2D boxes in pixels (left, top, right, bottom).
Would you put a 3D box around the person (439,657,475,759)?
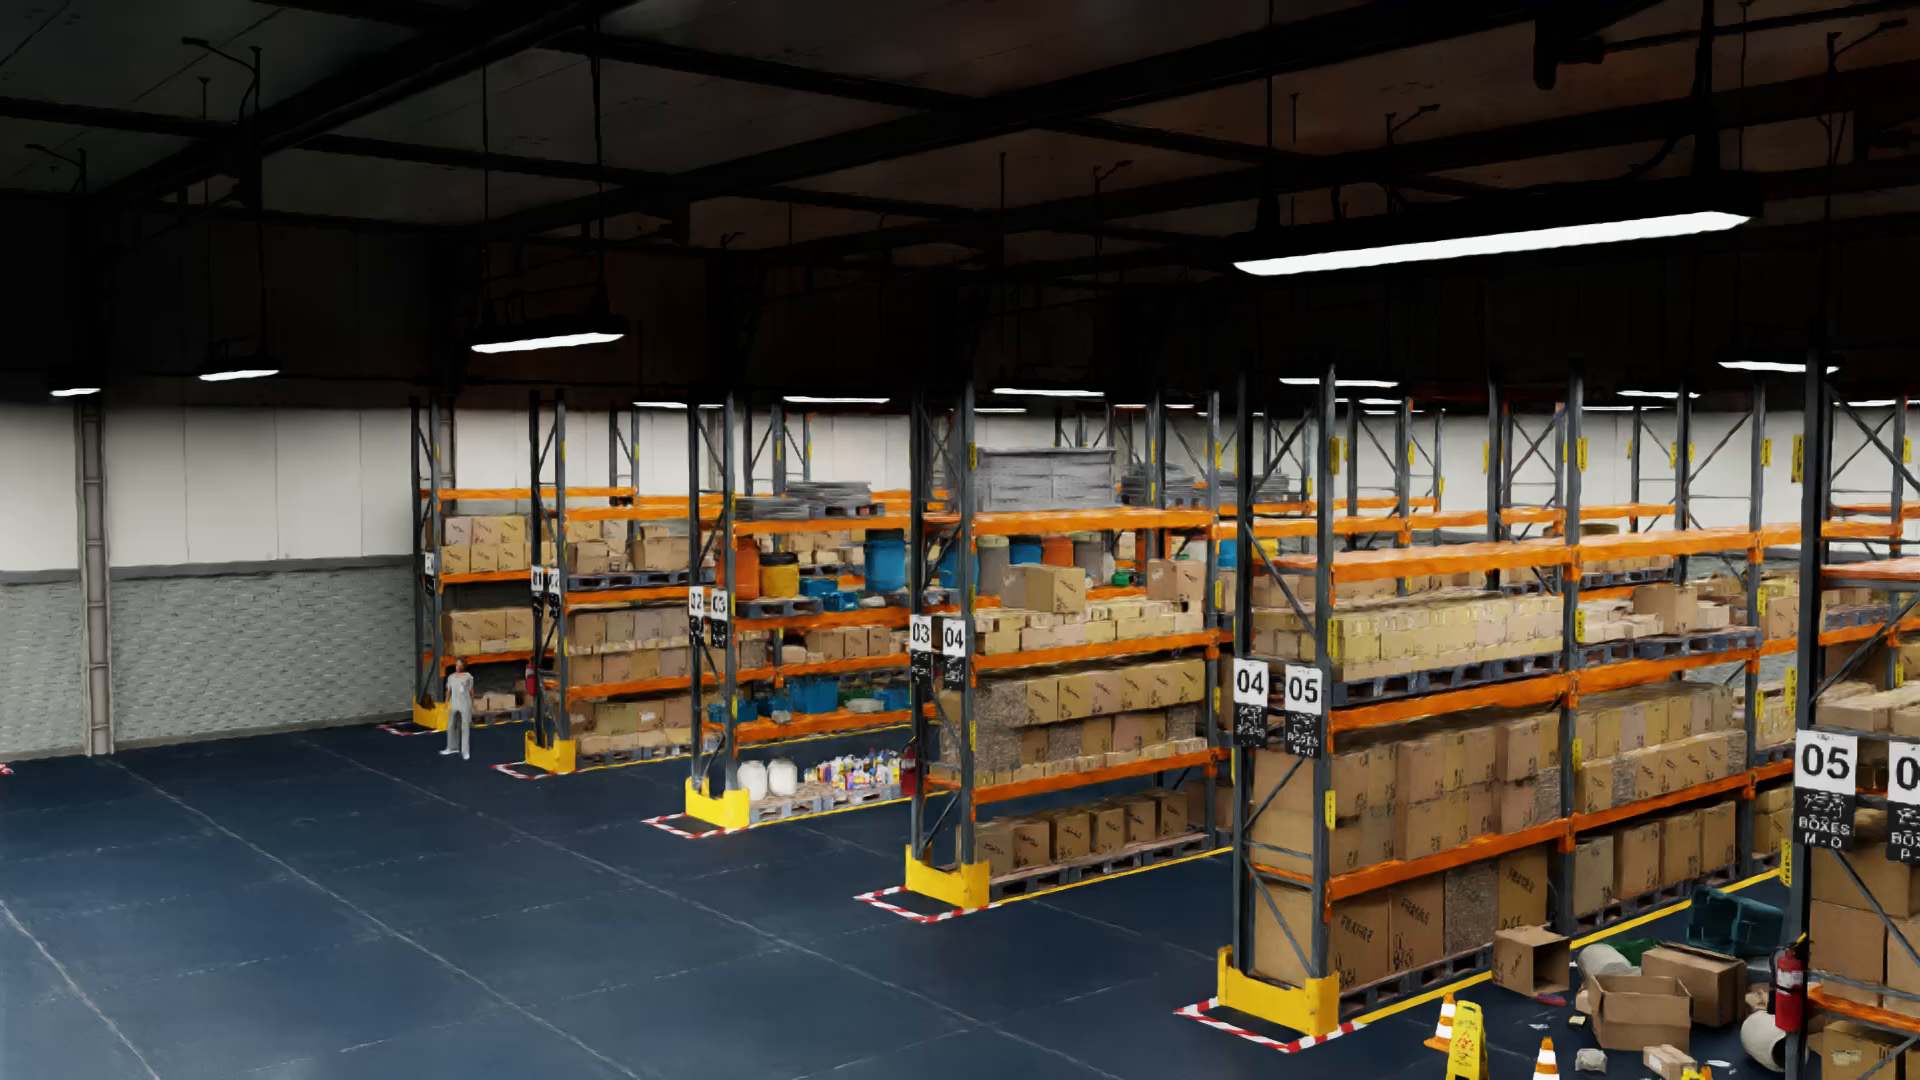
[{"bbox_3d":[-8.271,2.731,27.242,0.638,1.668,0.457,0,3,7],"label":"person"}]
